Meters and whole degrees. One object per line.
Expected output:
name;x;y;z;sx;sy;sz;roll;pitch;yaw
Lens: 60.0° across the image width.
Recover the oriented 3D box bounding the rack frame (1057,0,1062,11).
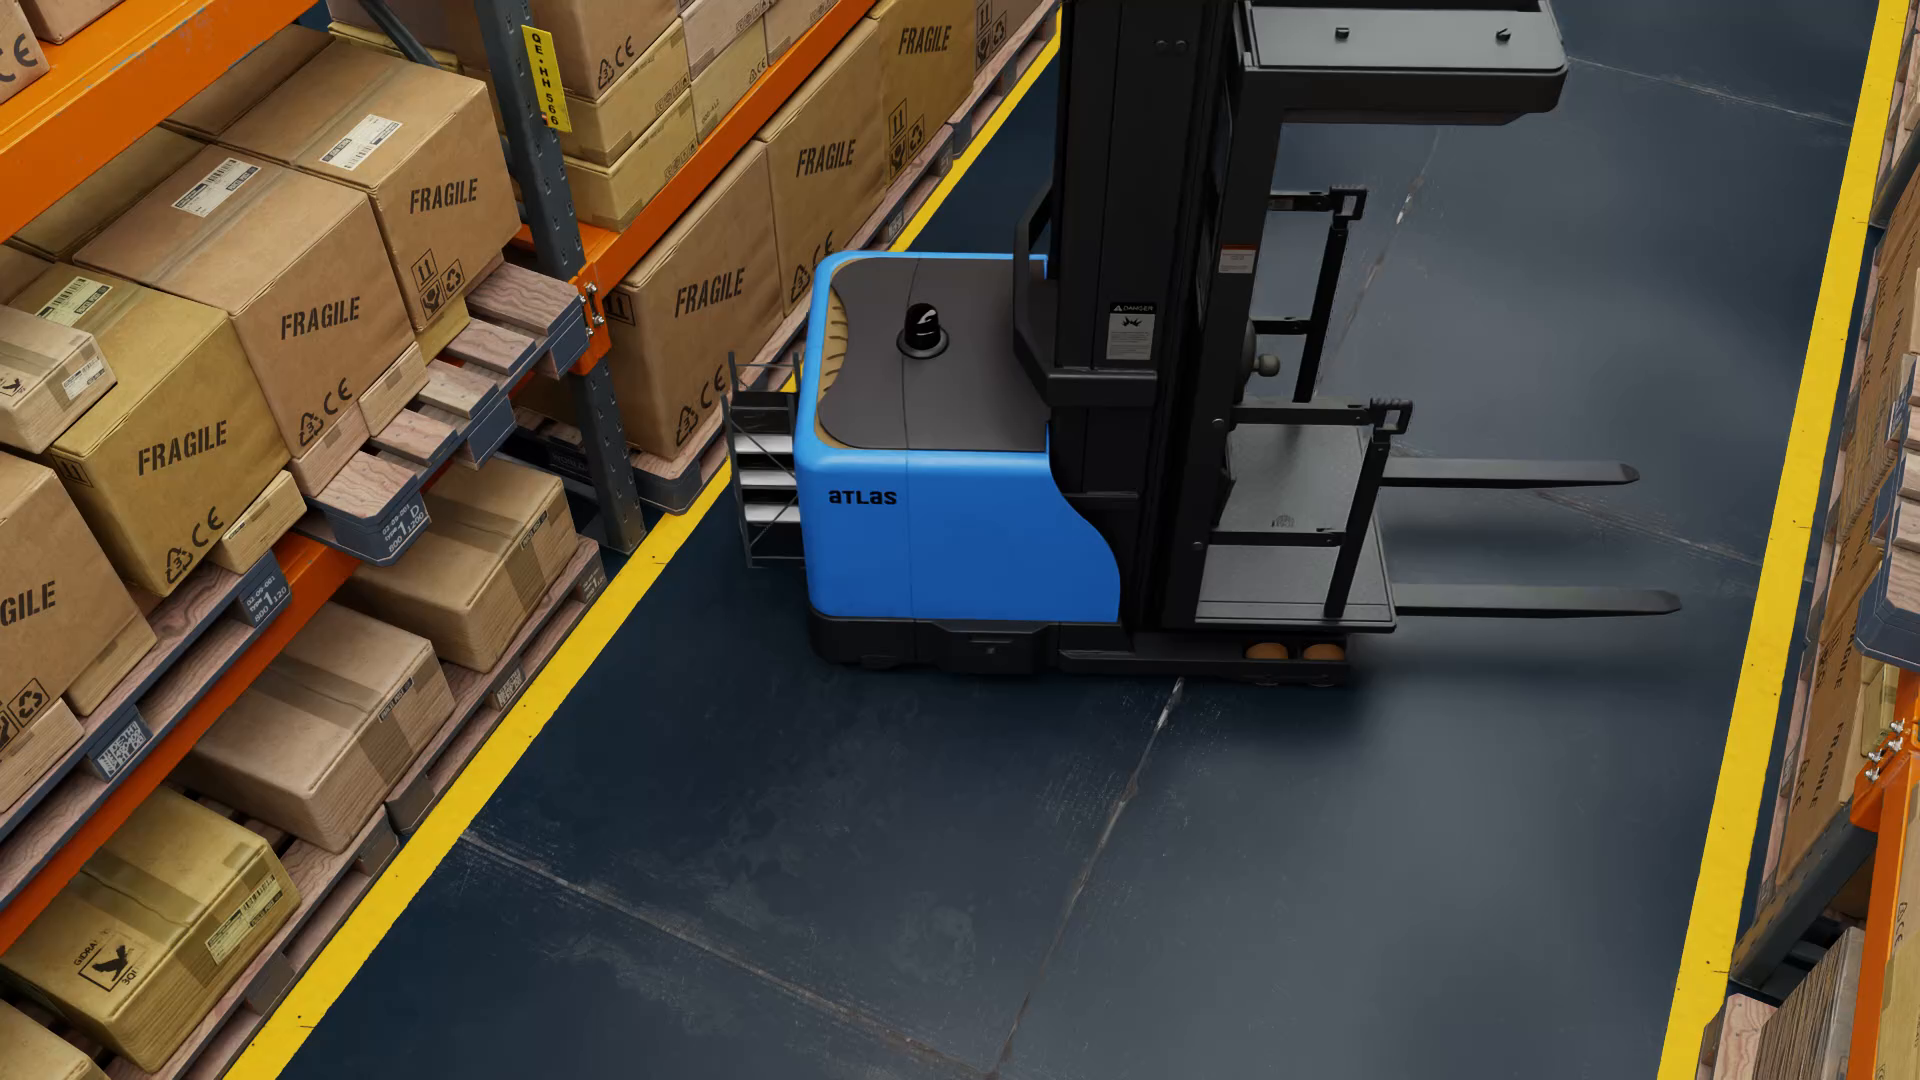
rack frame;0.052;-3.867;7.571;1.000;3.000;0.127;20;52;16

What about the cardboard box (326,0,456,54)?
cardboard box;-1.673;-1.910;5.184;0.500;0.500;0.500;19;52;15

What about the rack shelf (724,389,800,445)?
rack shelf;-0.666;-0.418;5.704;0.258;0.077;0.200;1;50;1

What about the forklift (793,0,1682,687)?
forklift;0.996;-0.851;5.050;3.031;2.935;1.130;1;50;1

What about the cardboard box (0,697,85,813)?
cardboard box;-2.262;0.421;3.811;0.380;0.149;0.250;22;53;17

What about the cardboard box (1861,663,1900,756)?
cardboard box;2.815;0.541;4.759;0.380;0.149;0.250;17;52;14

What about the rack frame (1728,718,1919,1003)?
rack frame;2.833;0.500;3.855;1.000;3.000;0.127;20;52;16

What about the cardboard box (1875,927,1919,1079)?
cardboard box;2.203;1.119;3.426;0.500;0.250;0.500;19;52;15

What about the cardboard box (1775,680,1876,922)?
cardboard box;2.819;0.813;4.954;0.500;0.500;0.500;21;53;17

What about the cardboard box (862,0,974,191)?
cardboard box;-0.519;-2.237;7.303;0.875;0.875;0.875;21;53;17

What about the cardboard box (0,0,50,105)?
cardboard box;-2.283;-1.058;3.144;0.797;0.503;0.637;20;52;16

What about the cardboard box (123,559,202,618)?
cardboard box;-2.141;0.028;4.146;0.380;0.149;0.250;20;53;16

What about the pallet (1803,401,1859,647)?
pallet;3.708;0.065;6.056;1.003;0.211;1.213;20;52;16

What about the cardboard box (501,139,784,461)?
cardboard box;-1.287;-1.009;6.258;0.875;0.875;0.875;19;52;16

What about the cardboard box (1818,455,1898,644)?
cardboard box;3.263;0.110;5.552;0.500;0.500;0.500;22;53;18

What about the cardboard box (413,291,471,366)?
cardboard box;-1.633;-0.657;4.728;0.380;0.149;0.250;21;53;17

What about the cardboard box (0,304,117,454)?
cardboard box;-2.101;-0.369;3.632;0.380;0.149;0.250;18;52;14

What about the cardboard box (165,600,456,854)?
cardboard box;-2.215;0.500;5.305;0.950;0.372;0.625;19;52;15

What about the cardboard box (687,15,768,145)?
cardboard box;-1.017;-1.678;5.807;0.500;0.250;0.500;18;52;15

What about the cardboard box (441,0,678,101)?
cardboard box;-1.225;-1.729;5.029;0.500;0.500;0.500;18;52;15

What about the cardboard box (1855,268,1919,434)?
cardboard box;3.696;-0.608;6.164;0.500;0.500;0.500;18;52;15

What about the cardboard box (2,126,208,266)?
cardboard box;-2.275;-0.782;4.409;0.500;0.500;0.500;22;53;18

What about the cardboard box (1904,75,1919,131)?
cardboard box;4.514;-1.946;7.532;0.380;0.149;0.250;18;52;15

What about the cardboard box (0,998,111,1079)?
cardboard box;-2.840;1.499;4.454;0.950;0.372;0.625;23;53;18

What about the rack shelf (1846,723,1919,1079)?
rack shelf;1.978;2.110;2.957;1.077;0.370;4.000;20;52;16

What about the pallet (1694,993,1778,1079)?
pallet;2.446;1.958;4.445;1.003;0.211;1.213;20;52;16

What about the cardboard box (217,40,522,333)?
cardboard box;-1.600;-0.974;4.572;0.500;0.500;0.500;18;52;15

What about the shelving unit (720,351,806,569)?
shelving unit;-0.666;-0.265;5.884;0.258;0.900;0.210;1;50;1

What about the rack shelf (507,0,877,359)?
rack shelf;-0.802;-2.256;6.673;1.077;0.370;4.000;20;52;16

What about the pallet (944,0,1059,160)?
pallet;-0.210;-2.407;8.160;1.003;0.211;1.213;20;52;16

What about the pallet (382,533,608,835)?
pallet;-1.992;0.329;5.832;1.003;0.211;1.213;20;52;16

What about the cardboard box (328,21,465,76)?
cardboard box;-1.680;-1.642;5.448;0.500;0.250;0.500;20;52;16

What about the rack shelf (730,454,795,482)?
rack shelf;-0.666;-0.301;5.841;0.258;0.077;0.200;1;50;1

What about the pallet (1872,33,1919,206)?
pallet;4.836;-1.823;7.663;1.003;0.211;1.213;20;52;16

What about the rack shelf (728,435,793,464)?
rack shelf;-0.666;-0.360;5.772;0.258;0.077;0.200;1;50;1

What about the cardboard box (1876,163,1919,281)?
cardboard box;4.131;-1.320;6.770;0.500;0.500;0.500;22;53;18

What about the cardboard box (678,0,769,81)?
cardboard box;-0.995;-1.850;5.625;0.500;0.250;0.500;21;53;17

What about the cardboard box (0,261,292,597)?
cardboard box;-2.025;-0.266;3.970;0.500;0.500;0.500;17;52;14

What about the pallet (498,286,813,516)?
pallet;-1.252;-0.727;6.730;1.003;0.211;1.213;20;52;16

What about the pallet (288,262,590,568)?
pallet;-1.865;-0.525;4.853;1.213;0.211;1.003;20;52;16

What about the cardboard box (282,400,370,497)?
cardboard box;-1.815;-0.298;4.423;0.380;0.149;0.250;18;52;14

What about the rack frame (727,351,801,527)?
rack frame;-0.663;-0.342;5.950;0.240;0.900;0.006;1;50;1
